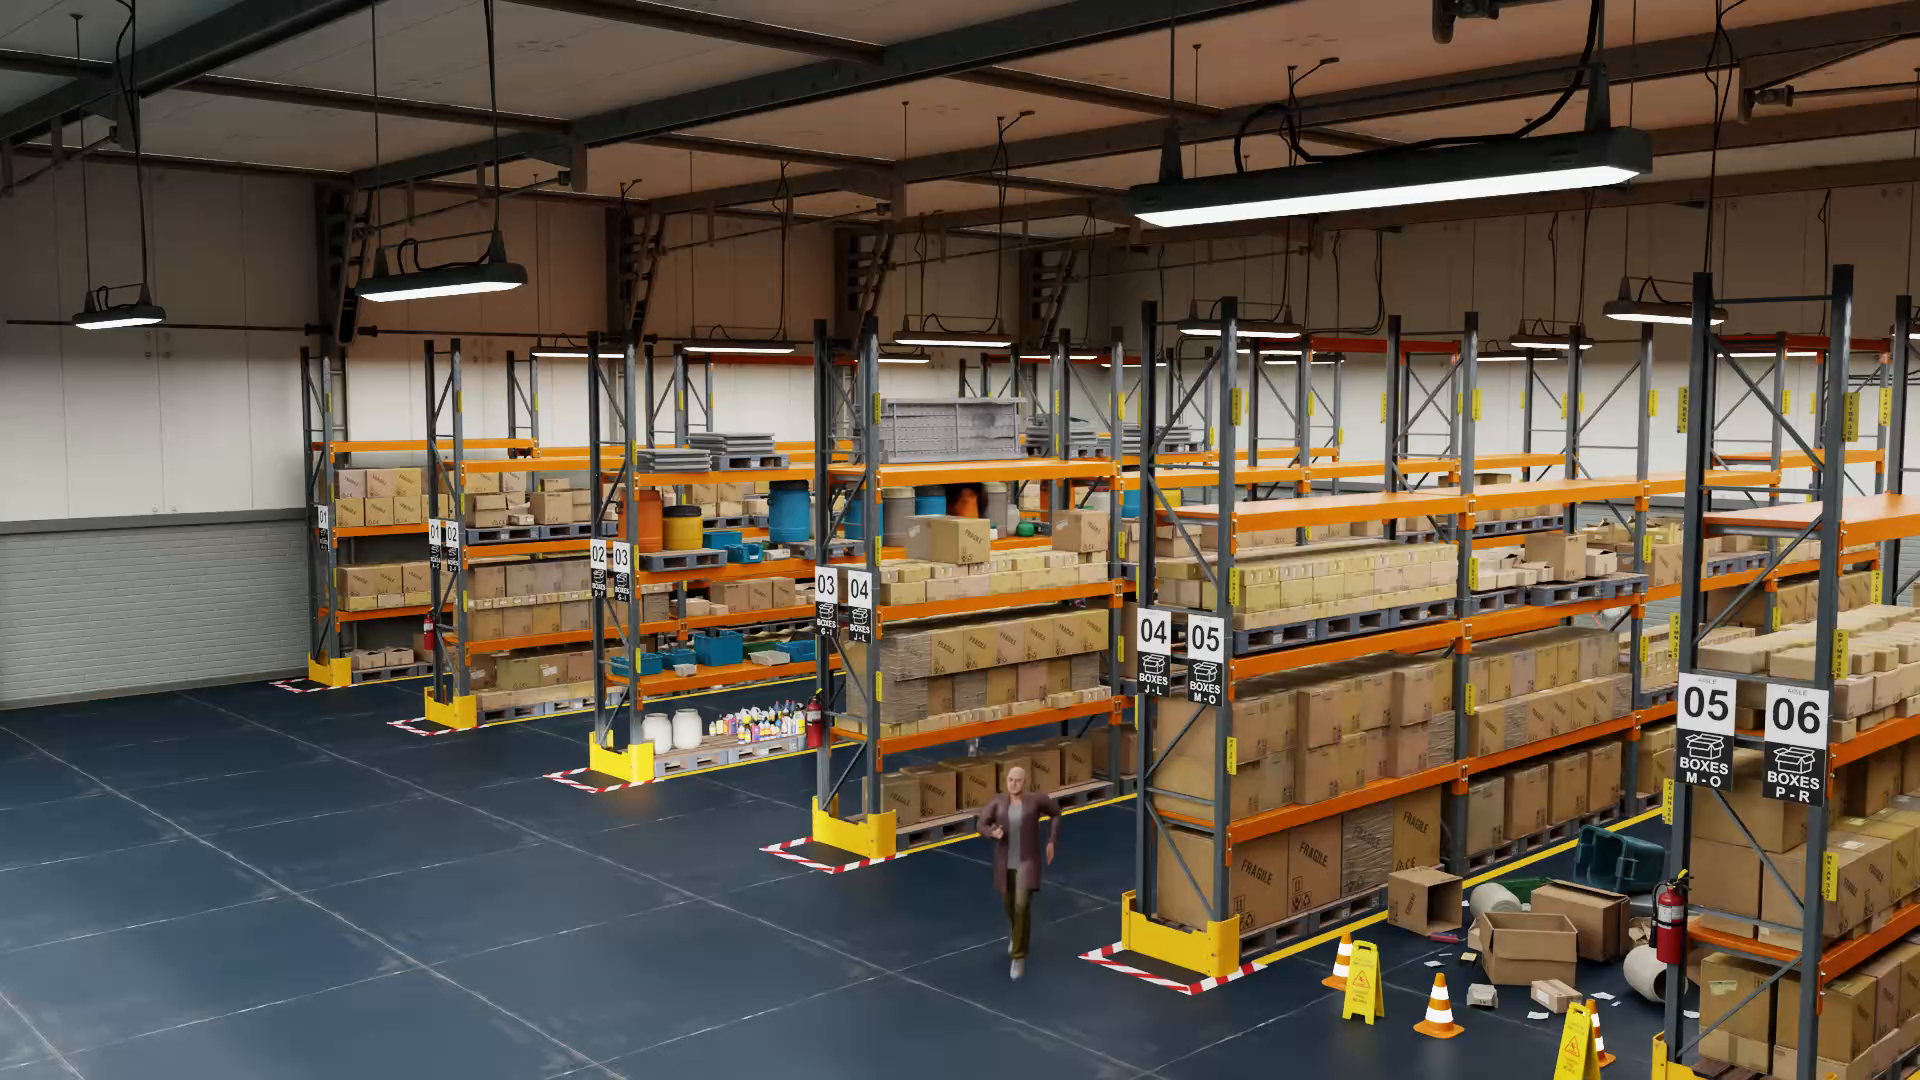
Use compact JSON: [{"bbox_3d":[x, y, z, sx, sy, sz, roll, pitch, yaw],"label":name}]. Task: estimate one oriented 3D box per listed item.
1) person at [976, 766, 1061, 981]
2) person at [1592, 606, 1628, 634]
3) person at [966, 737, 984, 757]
[{"bbox_3d":[0.518,2.947,15.032,0.706,1.846,0.897,2,5,19],"label":"person"},{"bbox_3d":[11.597,1.728,29.657,0.569,1.718,0.762,0,5,-2],"label":"person"},{"bbox_3d":[0.106,2.331,23.269,0.745,1.555,0.551,-5,7,-43],"label":"person"}]
